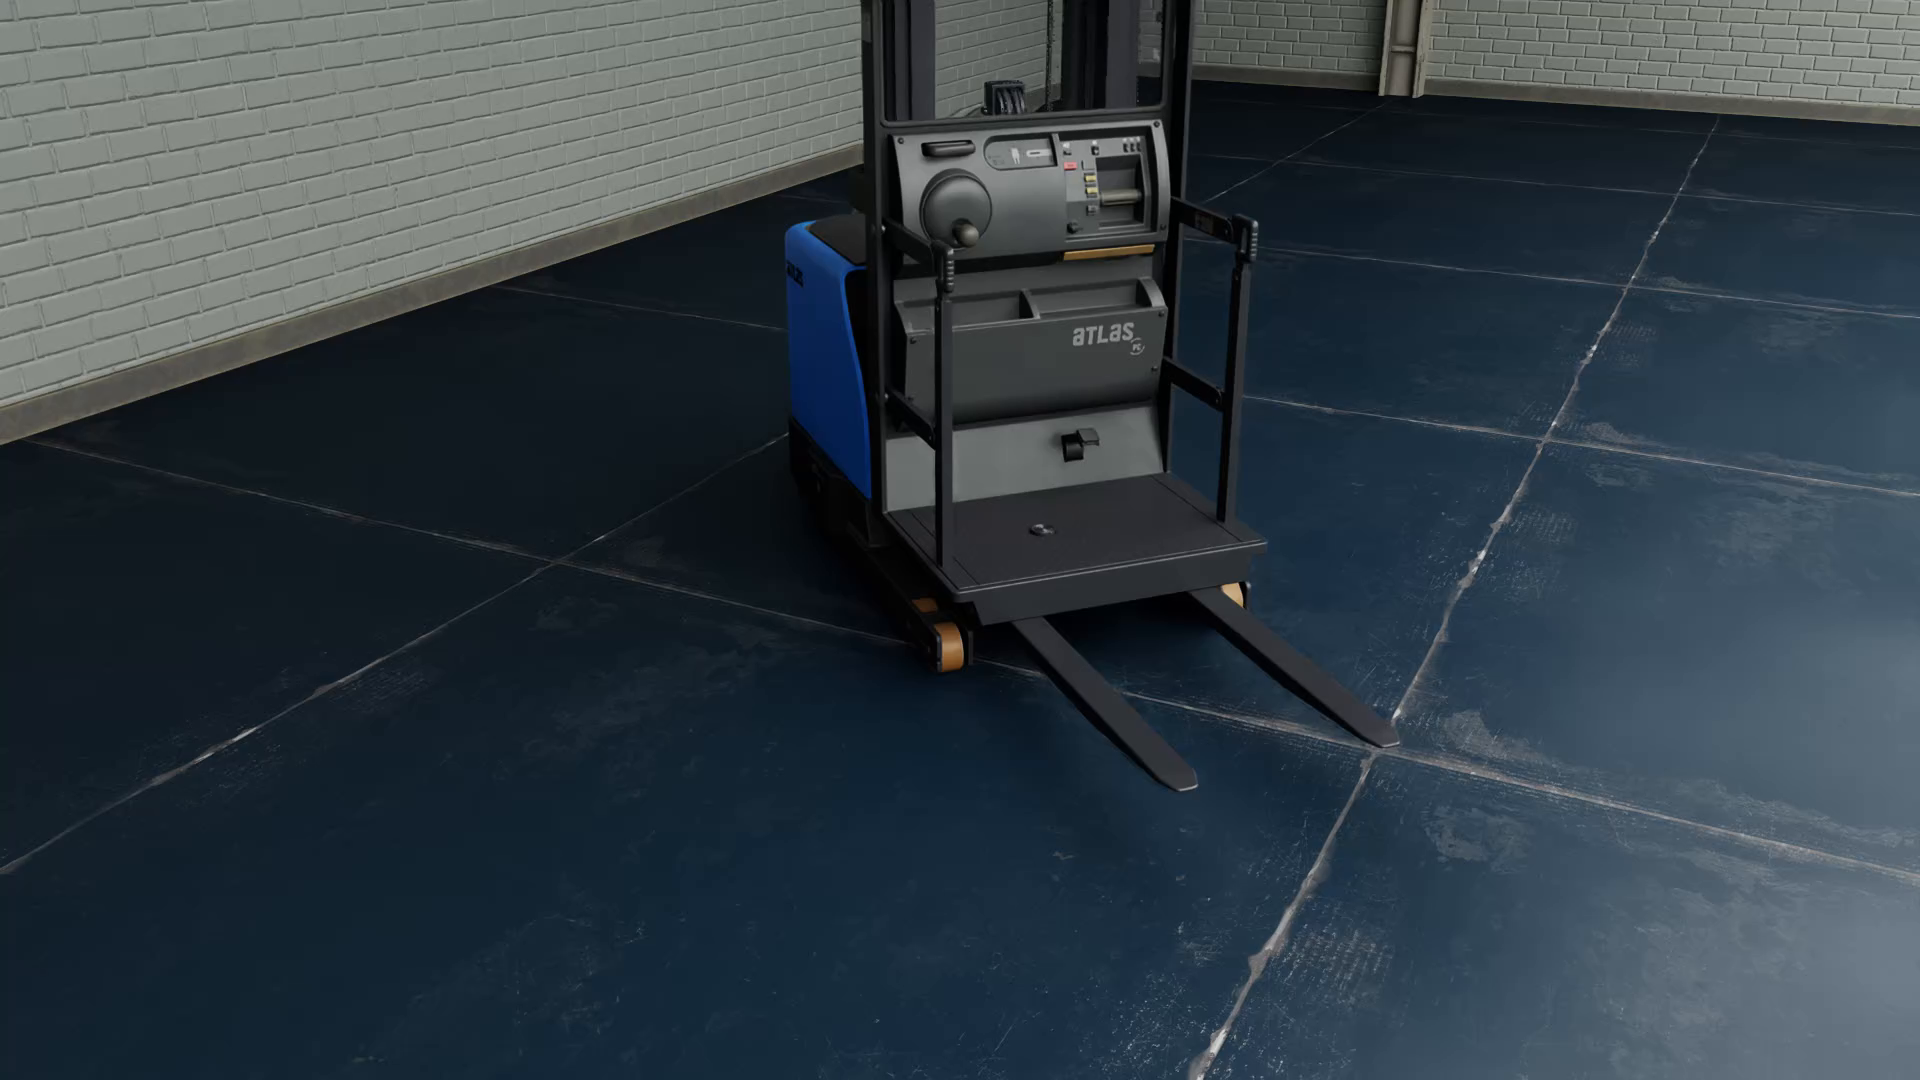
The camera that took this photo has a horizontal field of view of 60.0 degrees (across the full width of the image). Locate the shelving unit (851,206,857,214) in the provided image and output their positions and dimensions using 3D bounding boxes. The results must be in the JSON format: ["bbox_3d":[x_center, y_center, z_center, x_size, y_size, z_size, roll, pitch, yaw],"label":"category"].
[{"bbox_3d":[-0.290,-0.907,6.844,0.258,1.200,0.189,-8,23,-19],"label":"shelving unit"}]

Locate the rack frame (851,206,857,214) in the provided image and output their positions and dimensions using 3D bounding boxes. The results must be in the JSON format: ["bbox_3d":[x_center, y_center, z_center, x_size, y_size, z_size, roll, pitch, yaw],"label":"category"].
[{"bbox_3d":[-0.322,-0.939,6.924,0.240,1.200,0.006,-8,23,-19],"label":"rack frame"}]

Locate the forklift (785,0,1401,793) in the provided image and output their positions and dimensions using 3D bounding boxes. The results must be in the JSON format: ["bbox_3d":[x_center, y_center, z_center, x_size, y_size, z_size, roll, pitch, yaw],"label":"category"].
[{"bbox_3d":[0.316,-1.110,5.115,1.130,2.935,3.031,-9,25,-19],"label":"forklift"}]

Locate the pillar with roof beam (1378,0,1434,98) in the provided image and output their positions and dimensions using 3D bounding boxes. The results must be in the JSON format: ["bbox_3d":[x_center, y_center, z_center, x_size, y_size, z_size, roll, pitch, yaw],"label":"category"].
[{"bbox_3d":[2.536,-7.161,11.590,0.400,9.000,9.100,11,25,25],"label":"pillar with roof beam"}]
